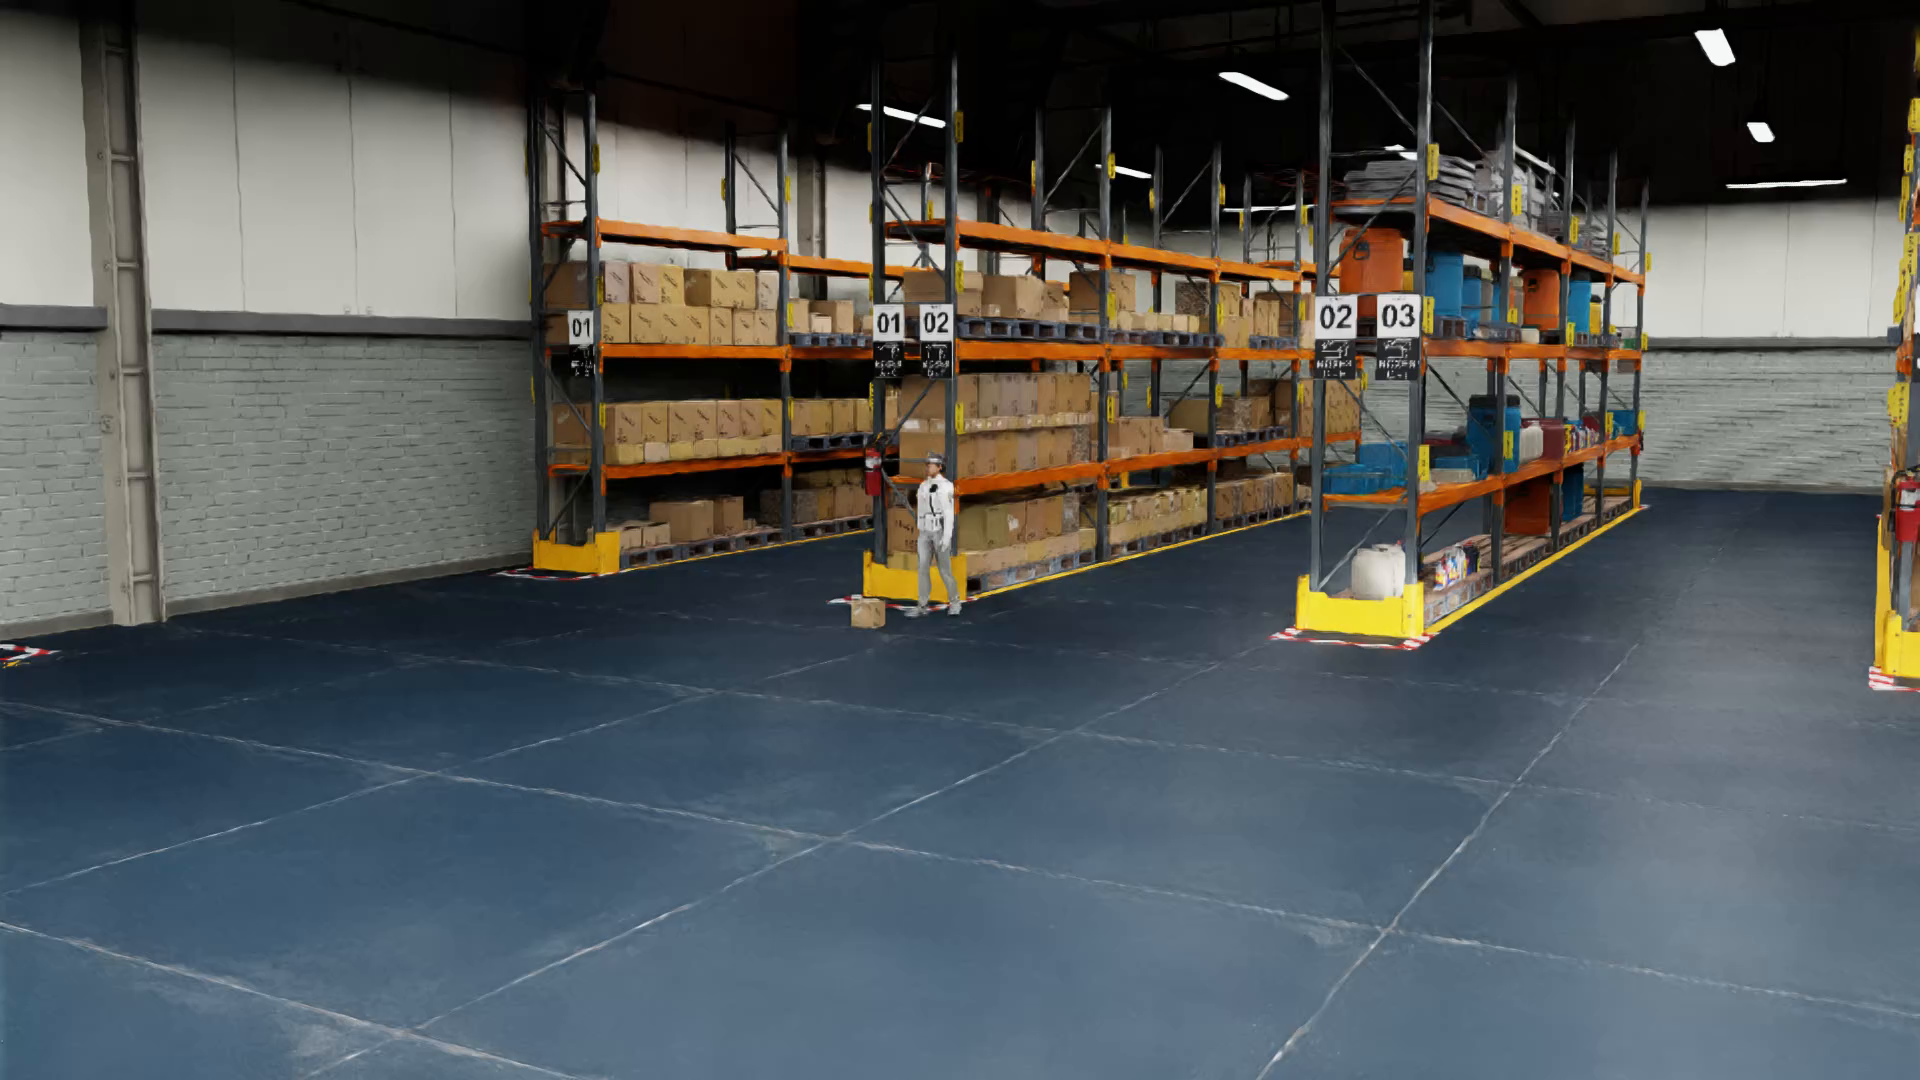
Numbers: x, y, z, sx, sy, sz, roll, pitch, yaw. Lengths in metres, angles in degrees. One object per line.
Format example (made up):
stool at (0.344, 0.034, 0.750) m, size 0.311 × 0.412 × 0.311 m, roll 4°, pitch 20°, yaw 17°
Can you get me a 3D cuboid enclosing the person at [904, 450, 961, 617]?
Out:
person at (-0.257, -0.069, 16.819) m, size 0.626 × 1.683 × 0.497 m, roll -6°, pitch 8°, yaw -42°
